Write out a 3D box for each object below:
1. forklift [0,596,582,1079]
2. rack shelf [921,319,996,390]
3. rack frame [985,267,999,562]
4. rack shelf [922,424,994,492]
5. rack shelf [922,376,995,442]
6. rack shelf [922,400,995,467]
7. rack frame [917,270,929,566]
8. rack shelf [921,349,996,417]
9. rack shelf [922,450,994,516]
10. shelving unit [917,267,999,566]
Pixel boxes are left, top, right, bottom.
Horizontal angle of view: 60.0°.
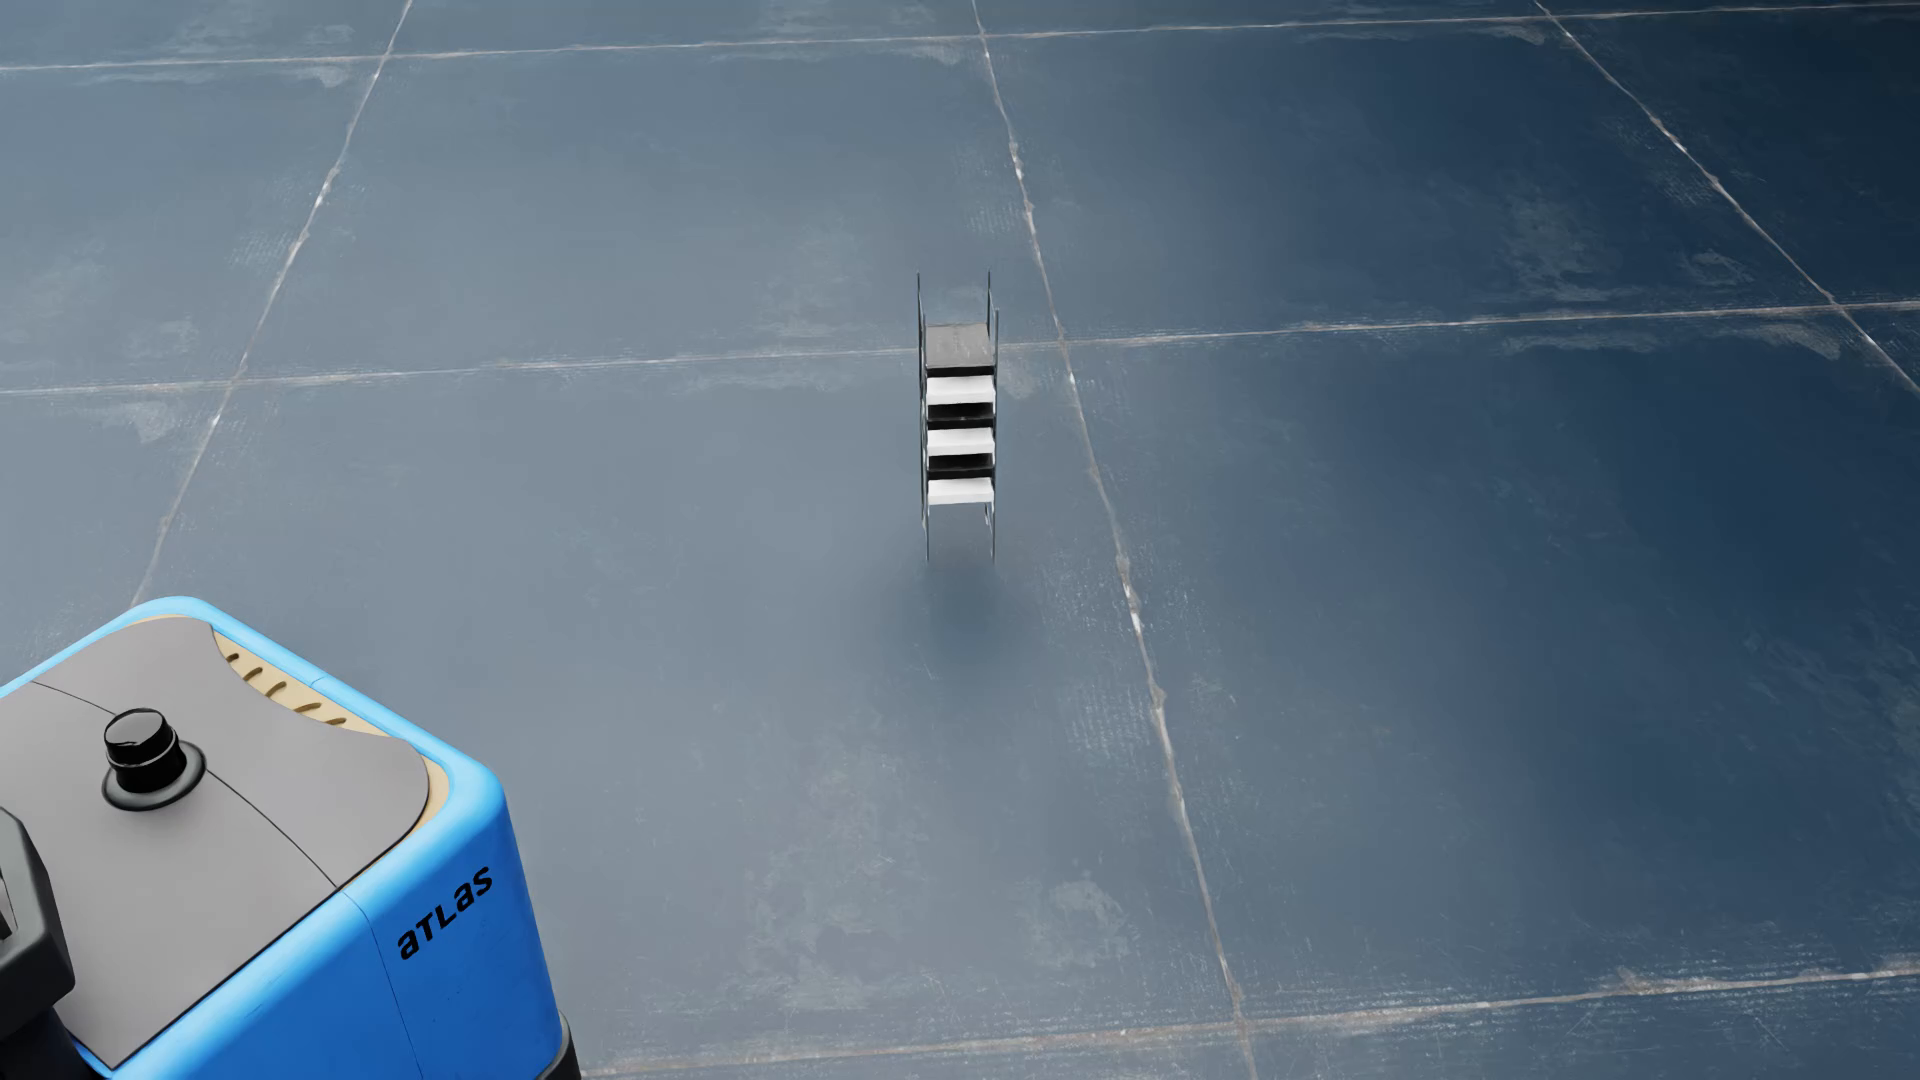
[{"bbox_3d":[-2.054,0.704,1.992,1.130,2.935,3.031,23,44,26],"label":"forklift"},{"bbox_3d":[-0.008,-0.539,4.824,0.200,0.077,0.258,-3,38,-4],"label":"rack shelf"},{"bbox_3d":[0.093,-0.358,4.978,0.006,0.900,0.240,-3,38,-4],"label":"rack frame"},{"bbox_3d":[-0.008,-0.256,5.047,0.200,0.077,0.258,-3,38,-4],"label":"rack shelf"},{"bbox_3d":[-0.008,-0.397,4.936,0.200,0.077,0.258,-3,38,-4],"label":"rack shelf"},{"bbox_3d":[-0.008,-0.327,4.991,0.200,0.077,0.258,-3,38,-4],"label":"rack shelf"},{"bbox_3d":[-0.109,-0.347,4.964,0.006,0.900,0.240,-3,38,-4],"label":"rack frame"},{"bbox_3d":[-0.008,-0.468,4.880,0.200,0.077,0.258,-3,38,-4],"label":"rack shelf"},{"bbox_3d":[-0.008,-0.185,5.103,0.200,0.077,0.258,-3,38,-4],"label":"rack shelf"},{"bbox_3d":[-0.008,-0.353,4.971,0.210,0.900,0.258,-3,38,-4],"label":"shelving unit"}]
